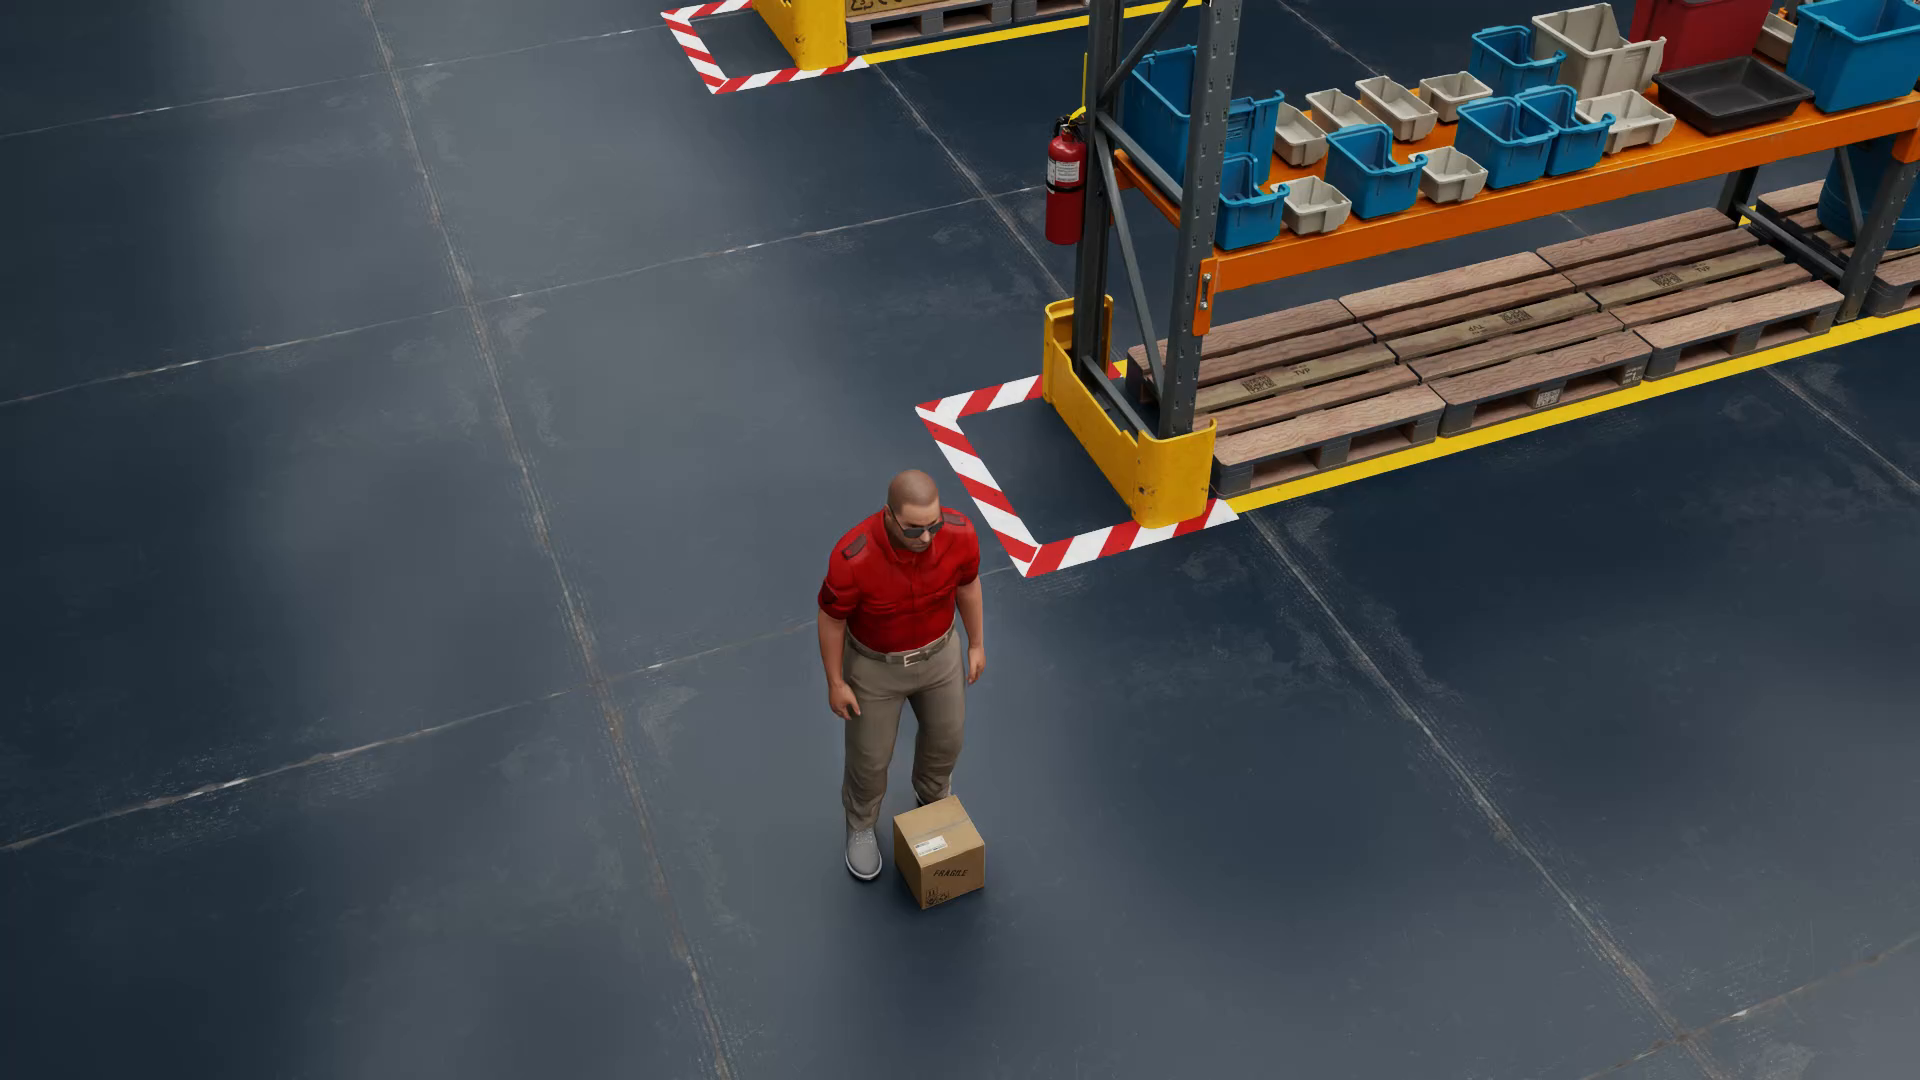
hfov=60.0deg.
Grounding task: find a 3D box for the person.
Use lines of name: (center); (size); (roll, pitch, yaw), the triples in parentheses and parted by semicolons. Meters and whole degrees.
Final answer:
person: (-0.185, 0.422, 5.691); (0.586, 1.727, 0.390); (-16, 44, -17)
